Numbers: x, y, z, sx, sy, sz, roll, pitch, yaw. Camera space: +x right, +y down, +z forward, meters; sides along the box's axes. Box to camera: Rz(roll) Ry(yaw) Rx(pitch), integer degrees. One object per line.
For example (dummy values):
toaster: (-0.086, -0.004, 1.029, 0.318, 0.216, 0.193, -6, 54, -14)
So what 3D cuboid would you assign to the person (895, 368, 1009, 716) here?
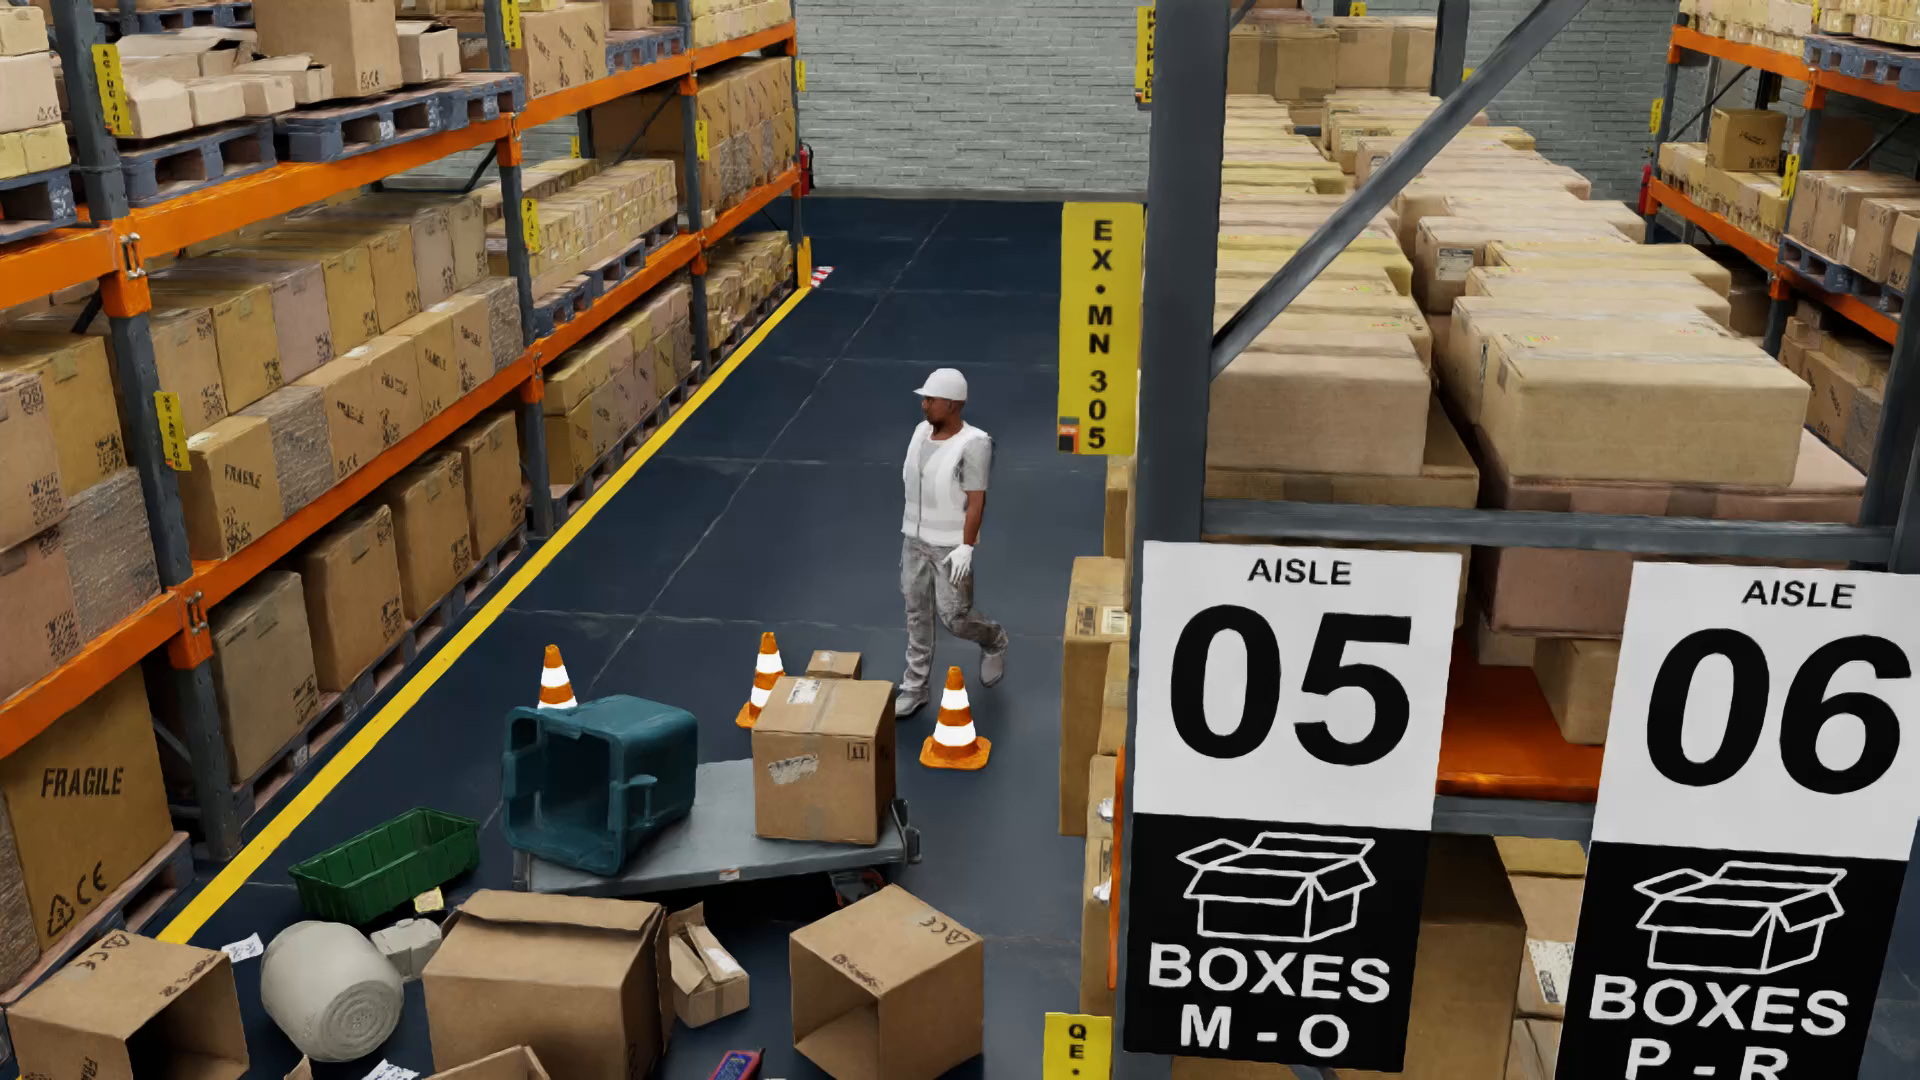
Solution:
person: (-0.092, 0.004, 8.526, 0.774, 1.779, 0.592, -20, 28, -41)
